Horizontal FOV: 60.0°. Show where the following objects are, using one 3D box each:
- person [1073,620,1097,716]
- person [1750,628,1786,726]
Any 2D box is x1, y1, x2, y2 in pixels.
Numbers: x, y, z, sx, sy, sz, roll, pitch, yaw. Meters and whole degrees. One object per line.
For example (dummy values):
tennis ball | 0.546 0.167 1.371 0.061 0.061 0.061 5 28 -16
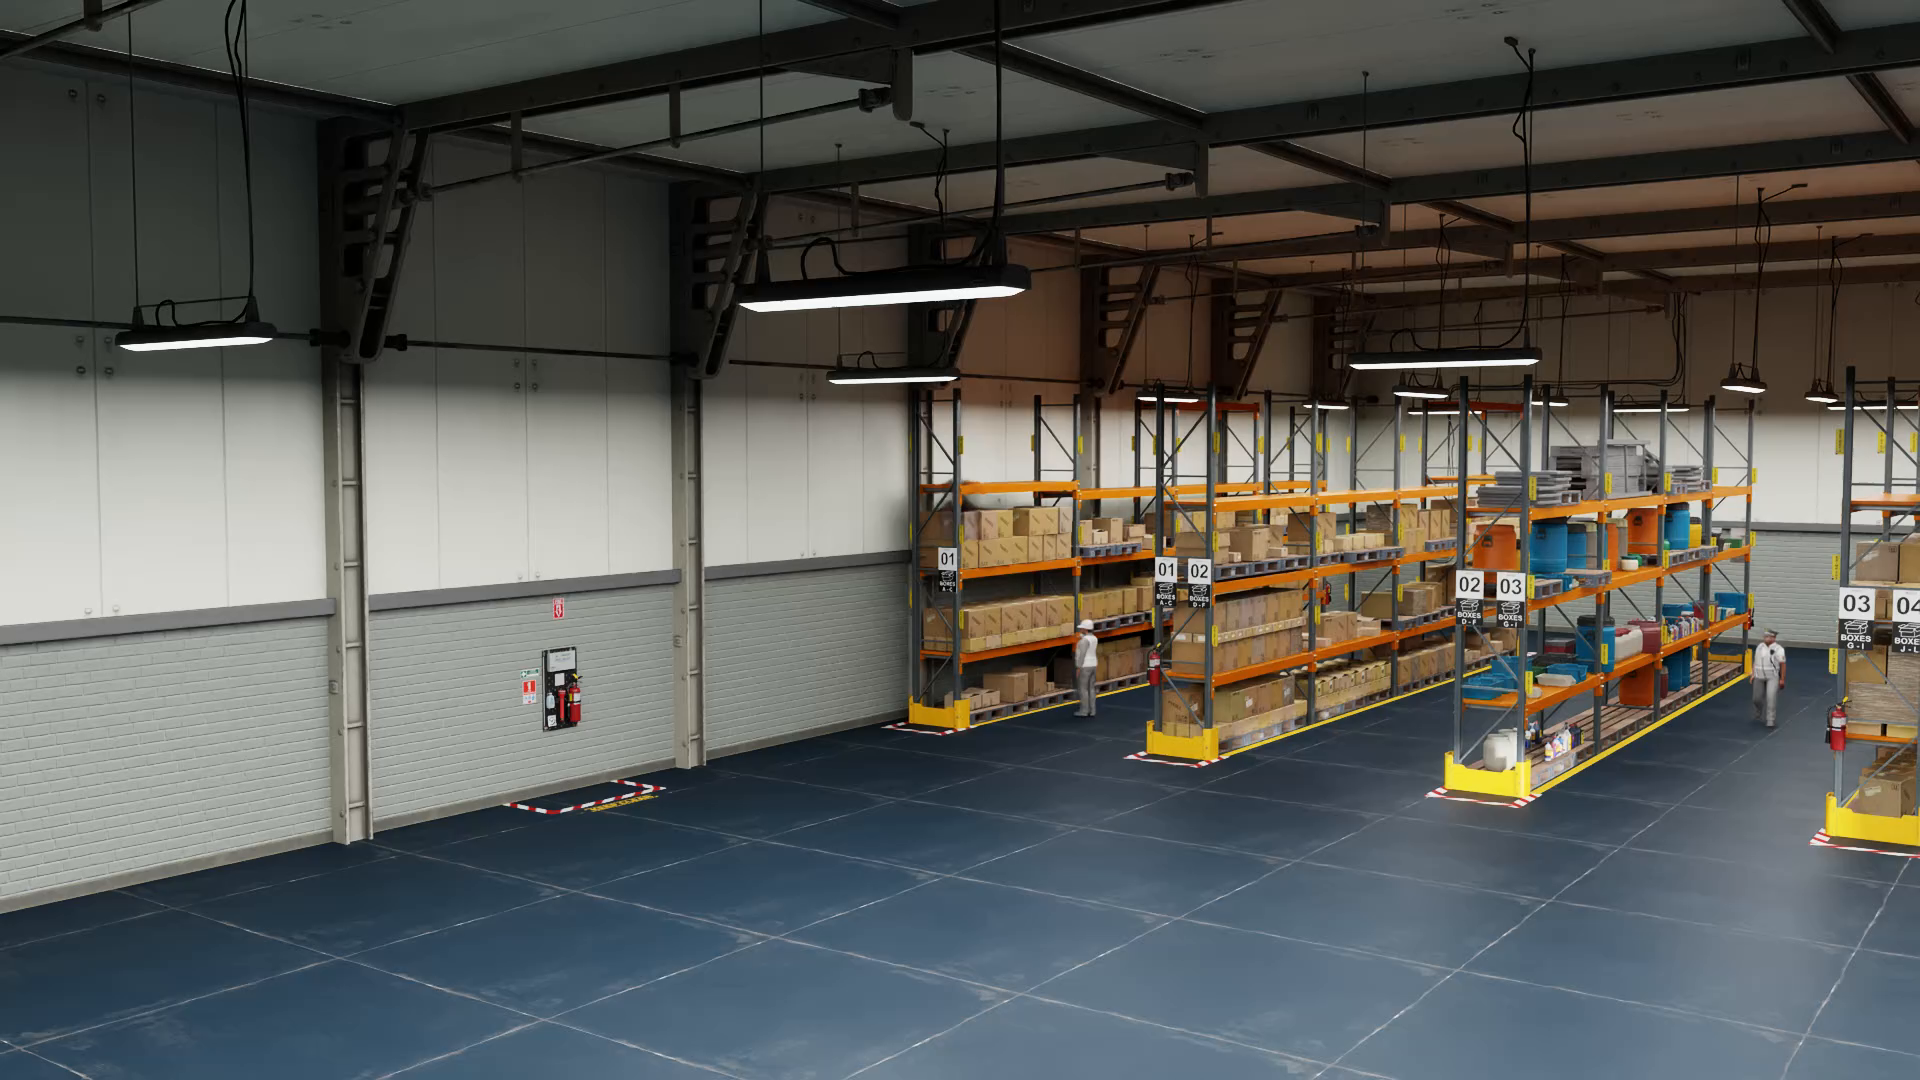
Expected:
person | 2.316 2.359 30.698 0.391 1.787 0.596 2 4 32
person | 14.474 2.428 29.770 0.580 1.727 0.857 2 4 32
